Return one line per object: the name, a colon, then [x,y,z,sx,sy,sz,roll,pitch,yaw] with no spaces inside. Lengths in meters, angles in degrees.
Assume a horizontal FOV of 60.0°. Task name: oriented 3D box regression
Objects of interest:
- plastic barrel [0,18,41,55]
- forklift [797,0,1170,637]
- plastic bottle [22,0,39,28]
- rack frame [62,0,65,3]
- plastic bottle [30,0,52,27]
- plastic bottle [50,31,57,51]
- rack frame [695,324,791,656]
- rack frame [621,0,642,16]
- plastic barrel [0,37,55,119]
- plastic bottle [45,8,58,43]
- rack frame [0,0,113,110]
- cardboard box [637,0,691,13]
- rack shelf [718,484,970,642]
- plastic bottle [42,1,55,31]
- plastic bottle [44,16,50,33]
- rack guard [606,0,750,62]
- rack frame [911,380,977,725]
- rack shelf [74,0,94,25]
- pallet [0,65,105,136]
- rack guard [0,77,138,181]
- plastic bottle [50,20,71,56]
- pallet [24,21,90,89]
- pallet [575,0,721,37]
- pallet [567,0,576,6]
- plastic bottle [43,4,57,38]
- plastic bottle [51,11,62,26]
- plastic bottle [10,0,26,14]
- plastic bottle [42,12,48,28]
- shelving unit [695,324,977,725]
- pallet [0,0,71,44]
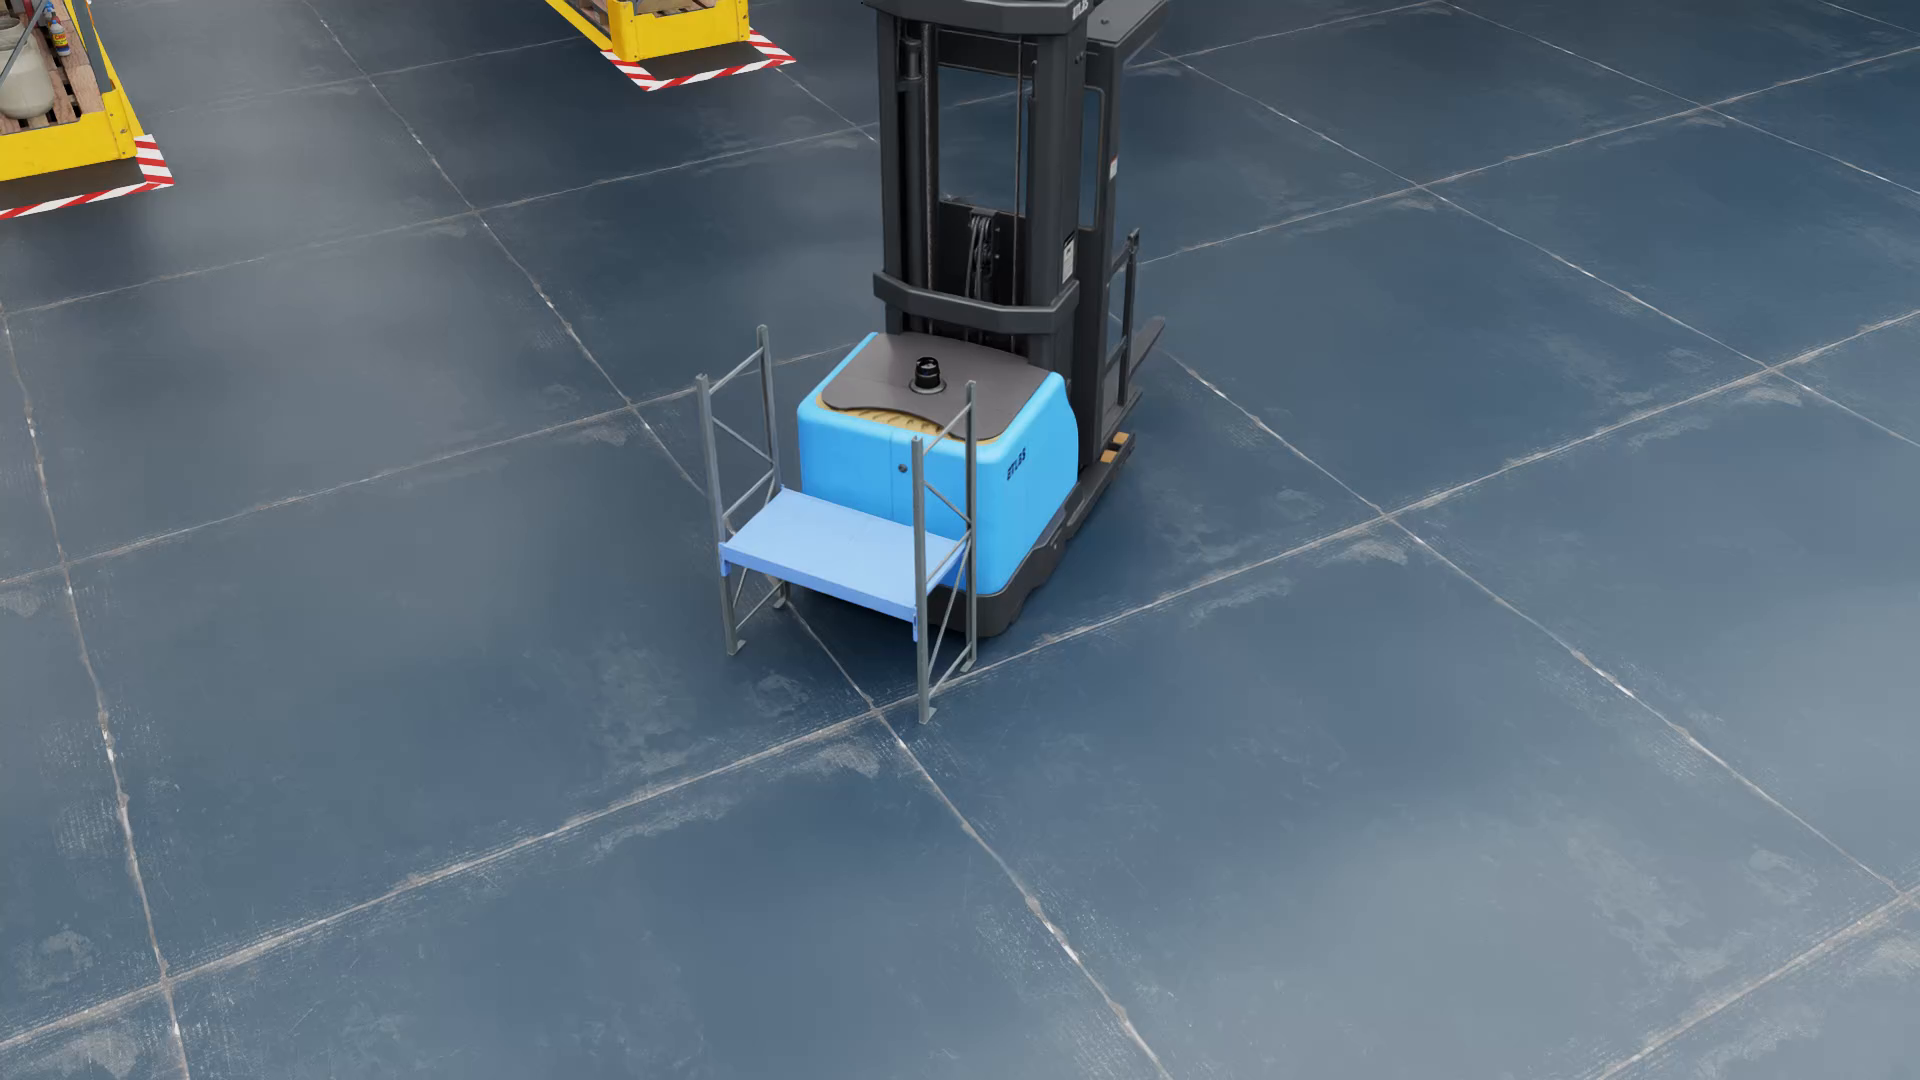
plastic barrel: [-7.284,-3.701,12.755,0.421,0.512,0.421,0,36,0]
forklift: [0.306,-1.595,8.176,1.130,2.935,3.031,15,39,19]
plastic bottle: [-7.827,-4.466,13.979,0.061,0.283,0.133,-19,40,-24]
rack frame: [-8.645,-6.007,14.159,1.000,3.000,0.127,-19,40,-24]
plastic bottle: [-7.735,-4.495,14.025,0.152,0.276,0.135,-18,40,-23]
plastic bottle: [-7.329,-4.085,13.526,0.097,0.201,0.097,0,36,0]
rack frame: [-0.958,-0.197,7.470,0.032,1.500,0.500,17,40,22]
rack frame: [-2.353,-5.435,13.376,1.000,3.000,0.127,-19,40,-24]
plastic barrel: [-7.032,-3.445,12.405,0.421,0.512,0.421,0,36,0]
plastic bottle: [-7.449,-4.235,13.673,0.097,0.271,0.097,0,36,0]
rack frame: [-6.635,-3.967,11.366,1.000,3.000,0.127,-19,40,-24]
cardboard box: [-2.652,-4.919,14.432,0.500,0.500,0.500,-12,38,-16]
rack shelf: [-0.506,0.086,7.387,1.000,0.185,0.538,17,40,22]
plastic bottle: [-7.601,-4.389,13.884,0.097,0.271,0.097,0,36,0]
plastic bottle: [-7.549,-4.308,13.832,0.097,0.201,0.097,0,36,0]
rack guard: [-2.391,-4.464,14.166,1.175,0.500,0.348,-19,40,-24]
rack frame: [-0.057,0.082,7.089,0.032,1.500,0.500,17,40,22]
rack shelf: [-7.640,-4.697,12.975,1.077,0.370,4.000,-19,40,-24]
pallet: [-7.118,-3.282,12.792,1.003,0.211,1.213,-19,40,-24]
rack guard: [-6.714,-2.983,12.137,1.175,0.500,0.348,-19,40,-24]
plastic bottle: [-7.277,-4.060,13.433,0.097,0.271,0.097,0,36,0]
pallet: [-7.726,-3.903,13.643,1.003,0.211,1.213,-19,40,-24]
pallet: [-2.768,-4.772,14.833,1.003,0.211,1.213,-19,40,-24]
pallet: [-3.377,-5.394,15.684,1.003,0.211,1.213,-19,40,-24]
plastic bottle: [-7.499,-4.286,13.743,0.097,0.271,0.097,0,36,0]
plastic bottle: [-7.375,-4.186,13.595,0.061,0.283,0.133,-18,40,-23]
plastic bottle: [-8.091,-4.687,14.288,0.152,0.276,0.135,-19,40,-24]
plastic bottle: [-7.652,-4.413,13.976,0.097,0.201,0.097,0,36,0]
shelving unit: [-0.507,-0.058,7.279,1.048,1.500,0.538,17,40,22]
pallet: [-8.343,-4.526,14.496,1.003,0.211,1.213,-19,40,-24]
